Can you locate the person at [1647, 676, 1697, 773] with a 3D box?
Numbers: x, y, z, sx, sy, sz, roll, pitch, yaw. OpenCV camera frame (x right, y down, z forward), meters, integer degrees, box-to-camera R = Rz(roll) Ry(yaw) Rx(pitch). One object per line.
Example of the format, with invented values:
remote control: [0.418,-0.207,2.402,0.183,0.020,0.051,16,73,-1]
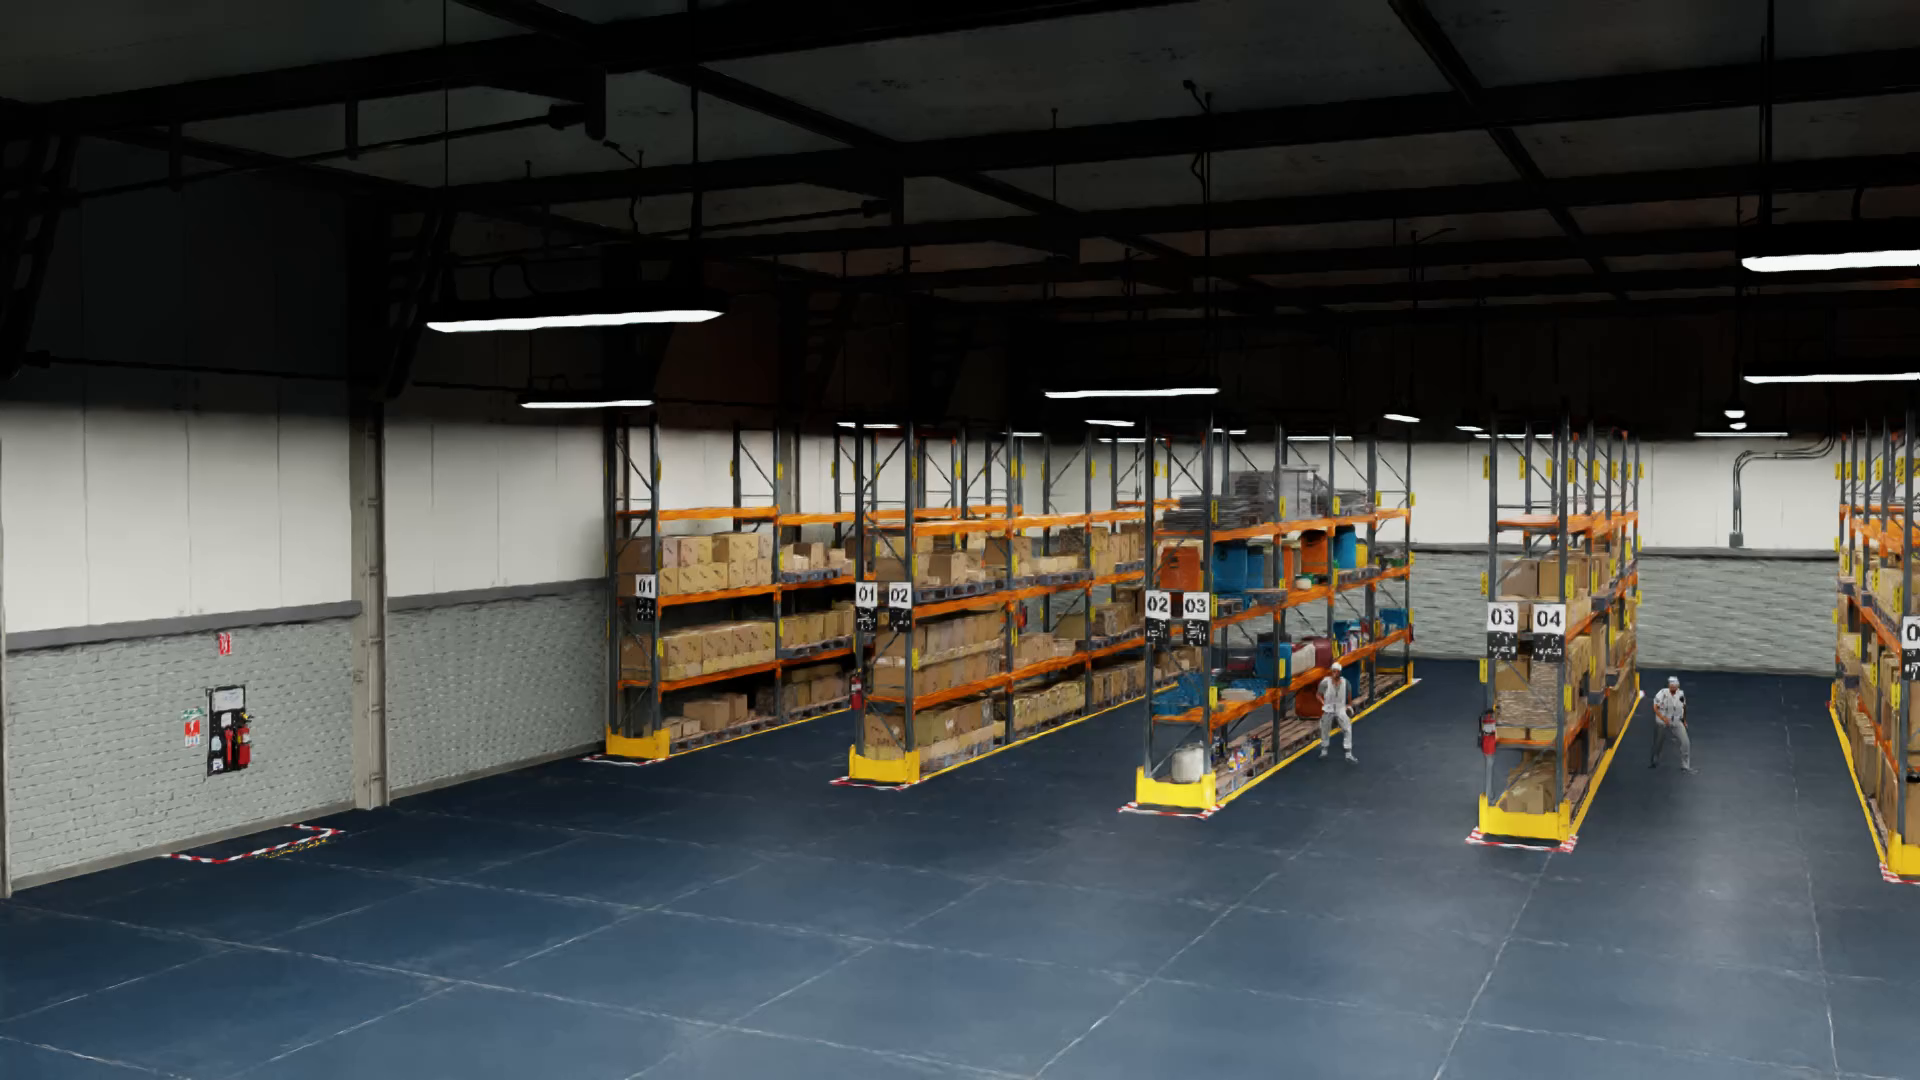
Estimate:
person: [11.817,3.034,27.629,0.656,1.597,0.818,0,2,9]

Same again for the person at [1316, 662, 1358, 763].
person: [6.425,2.934,28.474,0.684,1.722,0.804,0,2,5]
